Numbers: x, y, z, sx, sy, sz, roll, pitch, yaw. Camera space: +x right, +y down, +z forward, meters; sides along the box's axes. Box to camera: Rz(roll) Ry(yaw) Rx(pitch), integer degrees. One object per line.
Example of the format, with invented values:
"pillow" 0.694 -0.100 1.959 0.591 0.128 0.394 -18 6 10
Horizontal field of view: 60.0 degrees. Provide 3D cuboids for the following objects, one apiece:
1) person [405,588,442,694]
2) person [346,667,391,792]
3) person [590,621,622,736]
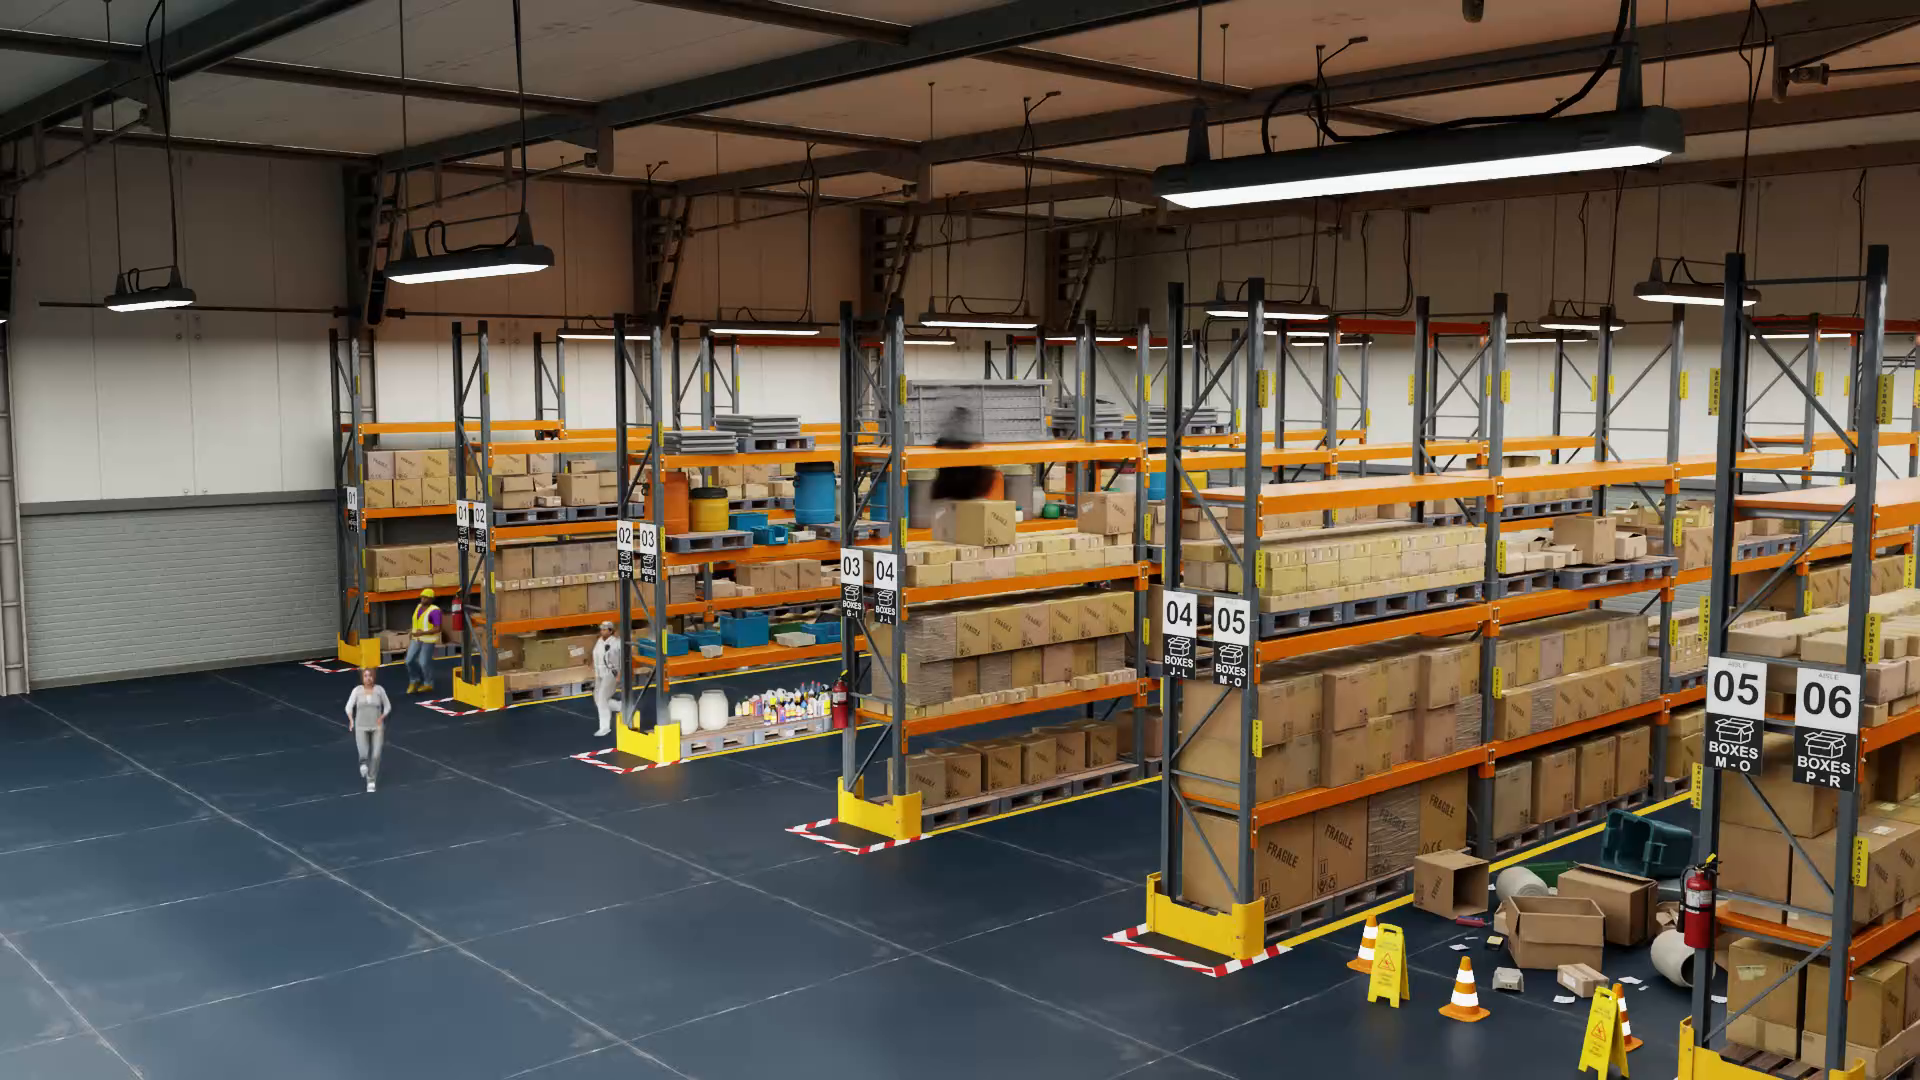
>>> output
"person" -8.675 1.646 26.965 0.687 1.757 0.658 2 6 19
"person" -7.357 2.355 20.714 0.536 1.555 0.545 -2 6 -21
"person" -5.069 1.987 24.125 0.644 1.656 0.679 5 8 44
